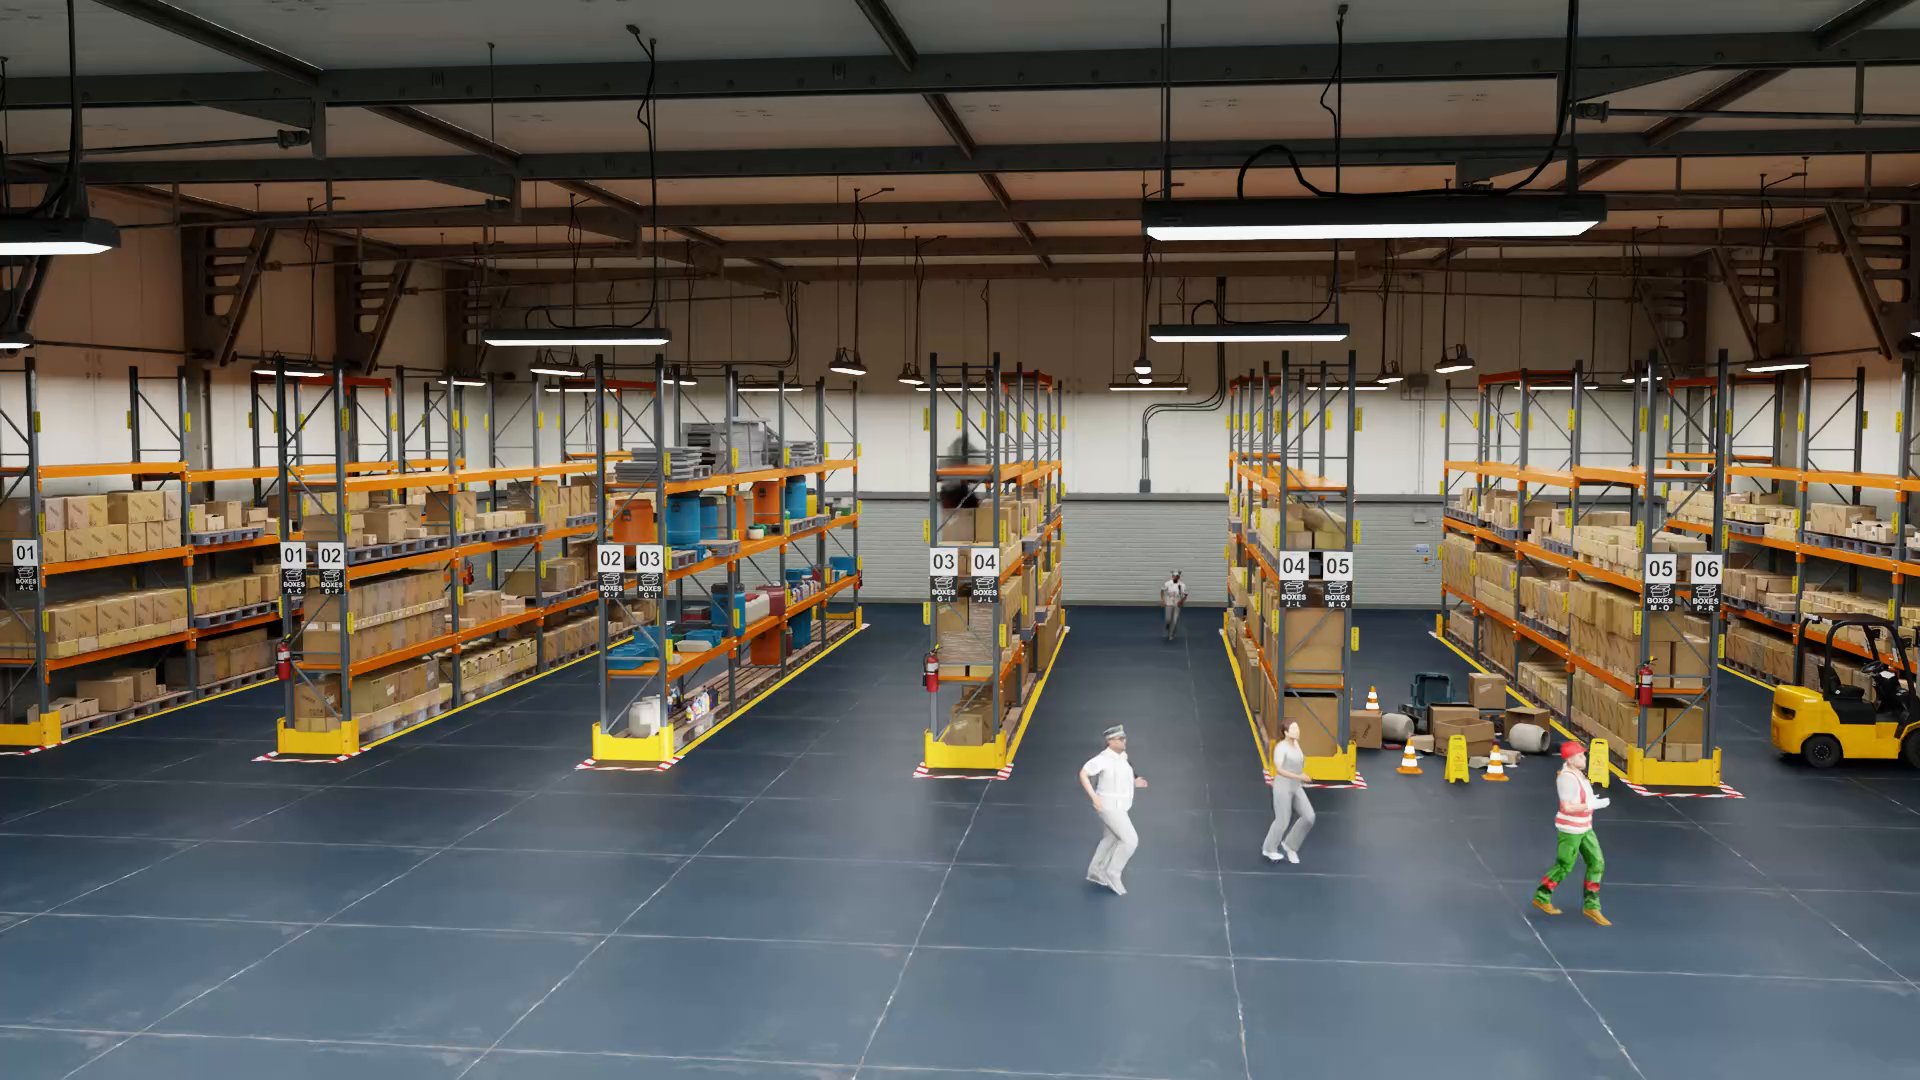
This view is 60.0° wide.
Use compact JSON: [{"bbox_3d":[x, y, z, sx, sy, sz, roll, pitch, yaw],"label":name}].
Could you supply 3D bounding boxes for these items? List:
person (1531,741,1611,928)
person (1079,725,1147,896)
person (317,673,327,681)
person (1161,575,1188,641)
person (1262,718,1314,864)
[{"bbox_3d":[6.118,2.919,16.610,0.755,1.832,0.632,4,5,41],"label":"person"},{"bbox_3d":[1.667,2.869,17.754,0.694,1.811,0.646,2,4,25],"label":"person"},{"bbox_3d":[-11.235,2.006,29.605,0.693,1.763,0.986,0,4,0],"label":"person"},{"bbox_3d":[4.905,1.518,38.109,0.622,1.583,0.509,1,4,7],"label":"person"},{"bbox_3d":[3.745,2.854,18.828,0.582,1.683,0.681,-4,6,-44],"label":"person"}]
